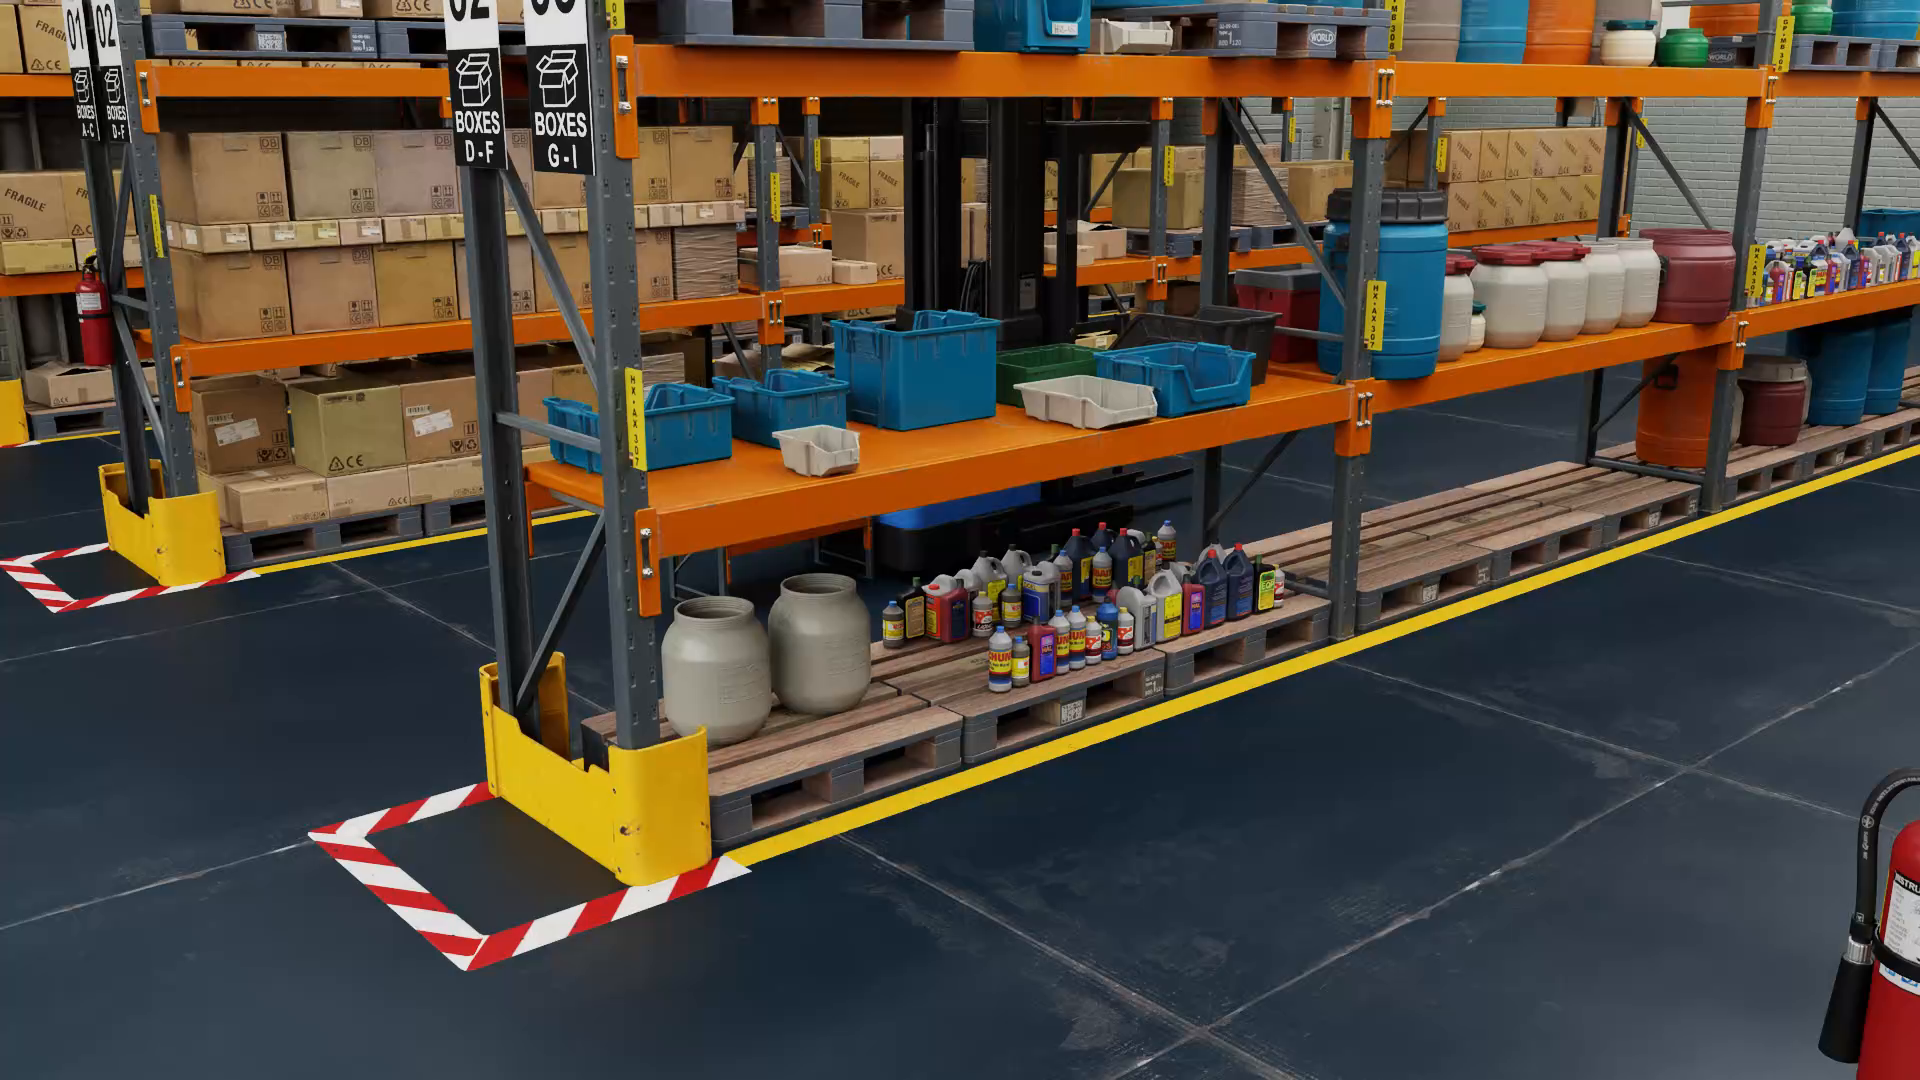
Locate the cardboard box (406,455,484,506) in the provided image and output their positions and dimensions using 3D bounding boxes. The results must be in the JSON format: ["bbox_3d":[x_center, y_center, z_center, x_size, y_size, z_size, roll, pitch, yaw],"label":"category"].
[{"bbox_3d":[-3.348,-0.420,10.525,0.500,0.250,0.500,-13,19,-39],"label":"cardboard box"}]

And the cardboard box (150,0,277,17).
[{"bbox_3d":[-4.215,-3.194,9.298,0.637,0.503,0.797,-11,18,-36],"label":"cardboard box"}]

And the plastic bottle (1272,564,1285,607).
[{"bbox_3d":[1.546,0.221,8.181,0.097,0.201,0.097,0,15,0],"label":"plastic bottle"}]

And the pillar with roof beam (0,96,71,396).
[{"bbox_3d":[-5.119,-4.639,10.180,0.400,9.000,9.100,-13,19,-39],"label":"pillar with roof beam"}]

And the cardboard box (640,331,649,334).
[{"bbox_3d":[-3.575,-2.278,16.958,0.500,0.500,0.700,-12,19,-39],"label":"cardboard box"}]

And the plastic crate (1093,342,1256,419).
[{"bbox_3d":[0.959,-0.729,7.453,0.616,0.251,0.499,-13,19,-39],"label":"plastic crate"}]

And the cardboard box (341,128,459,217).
[{"bbox_3d":[-3.478,-2.264,10.207,0.500,0.500,0.700,-13,19,-39],"label":"cardboard box"}]

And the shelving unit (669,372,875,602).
[{"bbox_3d":[-1.032,-0.278,9.111,1.048,1.125,0.538,-14,20,-42],"label":"shelving unit"}]

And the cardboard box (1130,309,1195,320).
[{"bbox_3d":[1.936,-1.892,15.513,0.500,0.500,0.500,-12,19,-37],"label":"cardboard box"}]

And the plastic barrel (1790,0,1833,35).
[{"bbox_3d":[5.583,-3.430,10.954,0.294,0.245,0.294,0,15,0],"label":"plastic barrel"}]

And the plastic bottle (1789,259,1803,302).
[{"bbox_3d":[5.652,-1.765,11.270,0.133,0.283,0.061,-13,19,-39],"label":"plastic bottle"}]

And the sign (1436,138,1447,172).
[{"bbox_3d":[4.769,-3.813,16.468,0.005,0.325,0.100,-13,19,-39],"label":"sign"}]

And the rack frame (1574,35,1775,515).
[{"bbox_3d":[4.633,-1.718,10.871,0.127,3.000,1.000,-13,19,-39],"label":"rack frame"}]

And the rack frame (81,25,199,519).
[{"bbox_3d":[-4.651,-1.328,9.410,0.127,3.000,1.000,-13,19,-39],"label":"rack frame"}]

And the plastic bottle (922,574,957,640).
[{"bbox_3d":[-0.096,0.306,7.716,0.135,0.276,0.152,-12,19,-39],"label":"plastic bottle"}]

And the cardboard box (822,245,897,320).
[{"bbox_3d":[-1.230,-2.910,18.685,0.750,0.750,0.750,-13,20,-40],"label":"cardboard box"}]

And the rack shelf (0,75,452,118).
[{"bbox_3d":[-6.397,-3.732,13.992,4.000,0.370,1.077,-13,19,-39],"label":"rack shelf"}]

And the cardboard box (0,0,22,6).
[{"bbox_3d":[-7.456,-4.300,12.553,0.500,0.500,0.500,14,21,43],"label":"cardboard box"}]

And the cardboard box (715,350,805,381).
[{"bbox_3d":[-1.516,-1.276,12.641,0.500,0.311,0.500,-13,19,-39],"label":"cardboard box"}]

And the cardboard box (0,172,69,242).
[{"bbox_3d":[-7.348,-2.614,13.021,0.500,0.500,0.500,-13,19,-39],"label":"cardboard box"}]

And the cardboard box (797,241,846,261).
[{"bbox_3d":[-1.091,-2.126,12.655,0.258,0.266,0.396,-13,20,-41],"label":"cardboard box"}]

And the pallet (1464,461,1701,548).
[{"bbox_3d":[4.023,-0.248,10.768,1.213,0.211,1.003,-13,19,-39],"label":"pallet"}]

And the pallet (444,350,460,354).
[{"bbox_3d":[-4.302,-1.754,16.409,1.213,0.211,1.003,-13,19,-39],"label":"pallet"}]

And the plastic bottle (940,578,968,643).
[{"bbox_3d":[-0.026,0.323,7.638,0.133,0.283,0.061,-13,19,-39],"label":"plastic bottle"}]

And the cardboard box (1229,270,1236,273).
[{"bbox_3d":[3.325,-3.775,22.599,0.500,0.500,0.700,-13,20,-40],"label":"cardboard box"}]

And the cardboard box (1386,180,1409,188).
[{"bbox_3d":[4.610,-3.544,17.511,0.500,0.500,0.500,-12,19,-38],"label":"cardboard box"}]

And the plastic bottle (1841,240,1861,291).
[{"bbox_3d":[6.341,-1.966,11.894,0.185,0.351,0.144,-13,19,-39],"label":"plastic bottle"}]

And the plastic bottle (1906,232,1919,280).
[{"bbox_3d":[7.172,-2.153,12.593,0.185,0.351,0.144,-13,19,-39],"label":"plastic bottle"}]

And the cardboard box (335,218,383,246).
[{"bbox_3d":[-3.635,-1.844,9.890,0.250,0.149,0.380,-13,20,-40],"label":"cardboard box"}]

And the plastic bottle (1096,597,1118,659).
[{"bbox_3d":[0.657,0.387,7.425,0.097,0.271,0.097,0,15,0],"label":"plastic bottle"}]

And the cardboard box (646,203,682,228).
[{"bbox_3d":[-2.082,-2.193,11.198,0.250,0.149,0.380,-13,20,-41],"label":"cardboard box"}]

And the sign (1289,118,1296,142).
[{"bbox_3d":[4.510,-5.568,22.581,0.005,0.325,0.100,-13,19,-39],"label":"sign"}]

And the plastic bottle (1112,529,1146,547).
[{"bbox_3d":[0.861,0.091,8.521,0.135,0.276,0.152,-12,19,-37],"label":"plastic bottle"}]

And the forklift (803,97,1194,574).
[{"bbox_3d":[0.453,-1.529,10.295,3.031,2.935,1.130,-14,20,-42],"label":"forklift"}]

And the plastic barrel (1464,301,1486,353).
[{"bbox_3d":[2.715,-1.168,9.079,0.301,0.262,0.301,0,15,0],"label":"plastic barrel"}]

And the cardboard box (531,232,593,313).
[{"bbox_3d":[-2.739,-1.803,10.993,0.500,0.500,0.700,-12,19,-39],"label":"cardboard box"}]

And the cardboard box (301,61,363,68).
[{"bbox_3d":[-5.497,-4.260,14.340,0.500,0.500,0.500,14,20,42],"label":"cardboard box"}]

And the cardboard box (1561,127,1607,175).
[{"bbox_3d":[6.883,-4.355,18.611,0.500,0.500,0.500,-12,19,-38],"label":"cardboard box"}]

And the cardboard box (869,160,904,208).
[{"bbox_3d":[-0.935,-3.968,18.484,0.500,0.500,0.500,-12,19,-38],"label":"cardboard box"}]

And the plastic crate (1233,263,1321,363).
[{"bbox_3d":[1.780,-1.213,8.856,0.583,0.464,0.402,-13,19,-39],"label":"plastic crate"}]

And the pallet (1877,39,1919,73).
[{"bbox_3d":[6.270,-3.409,11.755,1.213,0.211,1.003,-13,19,-39],"label":"pallet"}]

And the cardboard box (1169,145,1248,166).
[{"bbox_3d":[3.245,-4.933,22.326,0.700,0.700,0.980,-13,20,-40],"label":"cardboard box"}]

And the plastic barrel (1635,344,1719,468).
[{"bbox_3d":[4.991,-0.959,11.419,0.708,0.830,0.600,-13,19,-39],"label":"plastic barrel"}]

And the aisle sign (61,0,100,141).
[{"bbox_3d":[-4.893,-2.630,9.247,0.004,0.787,0.394,-13,19,-39],"label":"aisle sign"}]

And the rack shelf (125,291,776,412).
[{"bbox_3d":[-3.142,-1.319,10.771,4.000,0.370,1.077,-13,19,-39],"label":"rack shelf"}]

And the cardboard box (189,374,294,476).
[{"bbox_3d":[-4.442,-0.714,10.171,0.500,0.500,0.500,-13,19,-39],"label":"cardboard box"}]

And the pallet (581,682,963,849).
[{"bbox_3d":[-0.759,0.825,6.751,1.213,0.211,1.003,-13,19,-39],"label":"pallet"}]

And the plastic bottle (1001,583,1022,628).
[{"bbox_3d":[0.243,0.306,7.861,0.097,0.201,0.097,0,15,0],"label":"plastic bottle"}]

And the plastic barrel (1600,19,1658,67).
[{"bbox_3d":[3.827,-2.840,9.525,0.301,0.262,0.301,0,15,0],"label":"plastic barrel"}]

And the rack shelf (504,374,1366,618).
[{"bbox_3d":[0.107,-0.354,7.158,4.000,0.370,1.077,-13,19,-39],"label":"rack shelf"}]
